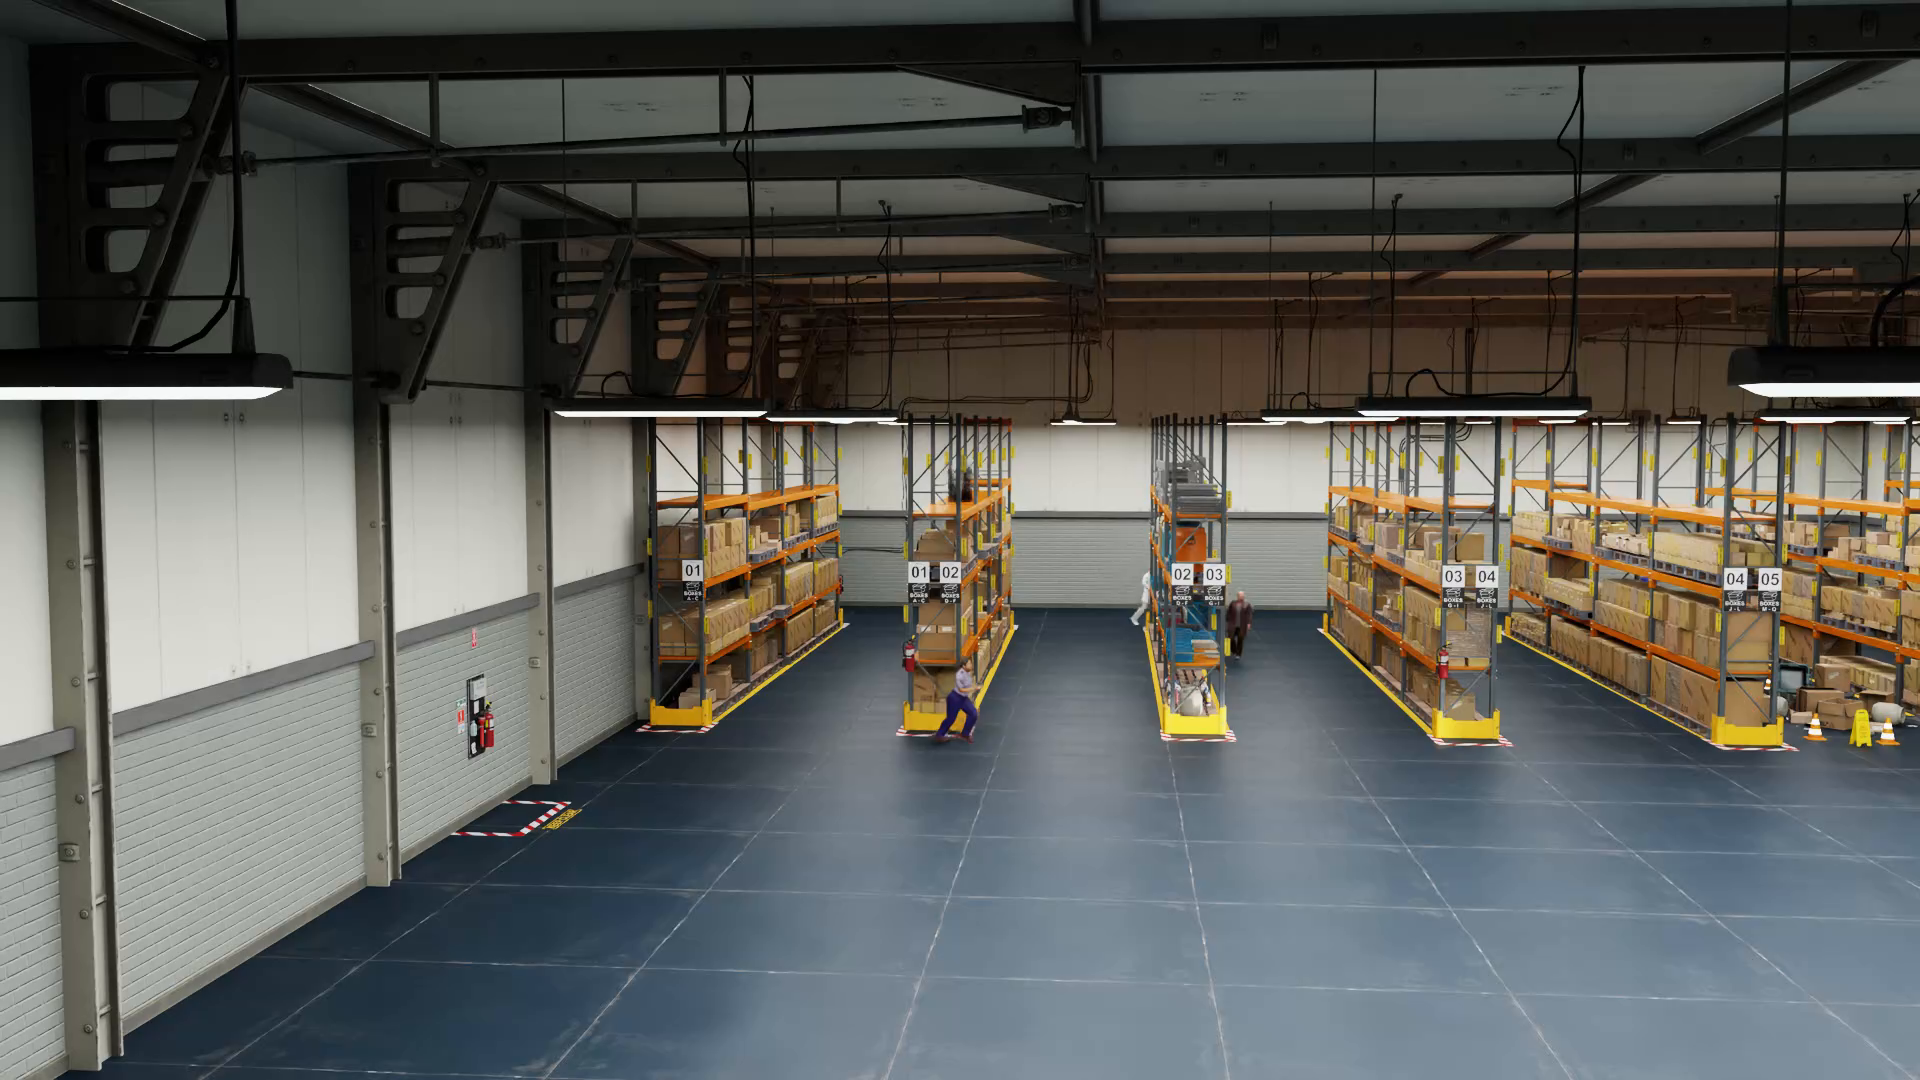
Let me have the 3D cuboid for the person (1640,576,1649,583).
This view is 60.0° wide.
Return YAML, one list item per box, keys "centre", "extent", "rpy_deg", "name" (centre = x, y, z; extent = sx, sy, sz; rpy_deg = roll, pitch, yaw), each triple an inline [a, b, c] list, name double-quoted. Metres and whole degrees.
- centre: [20.189, 1.583, 48.972]
  extent: [0.870, 1.674, 0.567]
  rpy_deg: [-2, 4, -24]
  name: "person"

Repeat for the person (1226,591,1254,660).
- centre: [6.854, 2.105, 40.812]
  extent: [0.702, 1.727, 0.738]
  rpy_deg: [1, 4, 14]
  name: "person"

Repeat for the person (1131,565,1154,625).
- centre: [5.532, 1.587, 47.996]
  extent: [1.038, 1.744, 0.788]
  rpy_deg: [3, 5, 38]
  name: "person"

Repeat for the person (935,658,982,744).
- centre: [-0.021, 2.909, 30.024]
  extent: [0.904, 1.600, 0.533]
  rpy_deg: [2, 4, 27]
  name: "person"
